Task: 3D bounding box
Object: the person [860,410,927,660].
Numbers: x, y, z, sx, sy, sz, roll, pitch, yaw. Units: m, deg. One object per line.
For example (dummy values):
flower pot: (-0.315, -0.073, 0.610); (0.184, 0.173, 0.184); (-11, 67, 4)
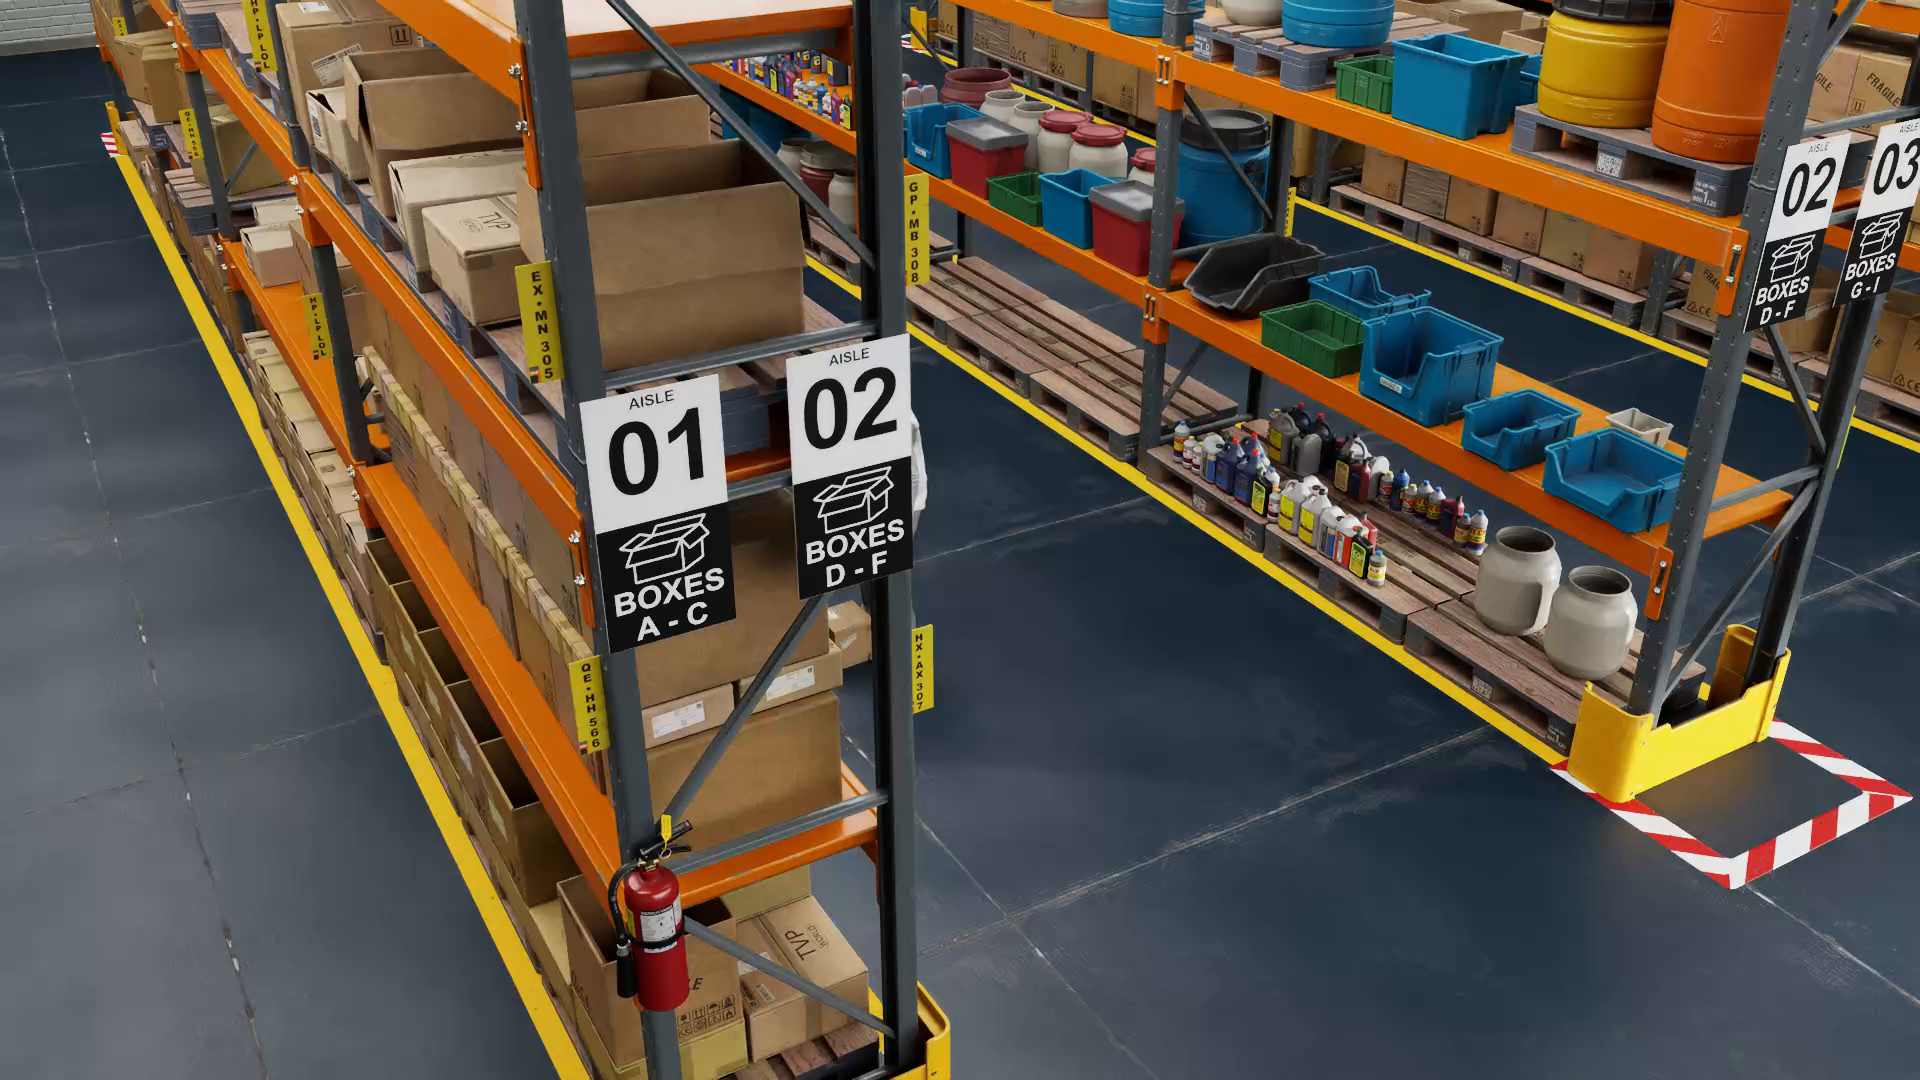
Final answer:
person: (-0.423, -0.208, 8.915); (0.463, 1.771, 0.580); (-16, 33, -26)
